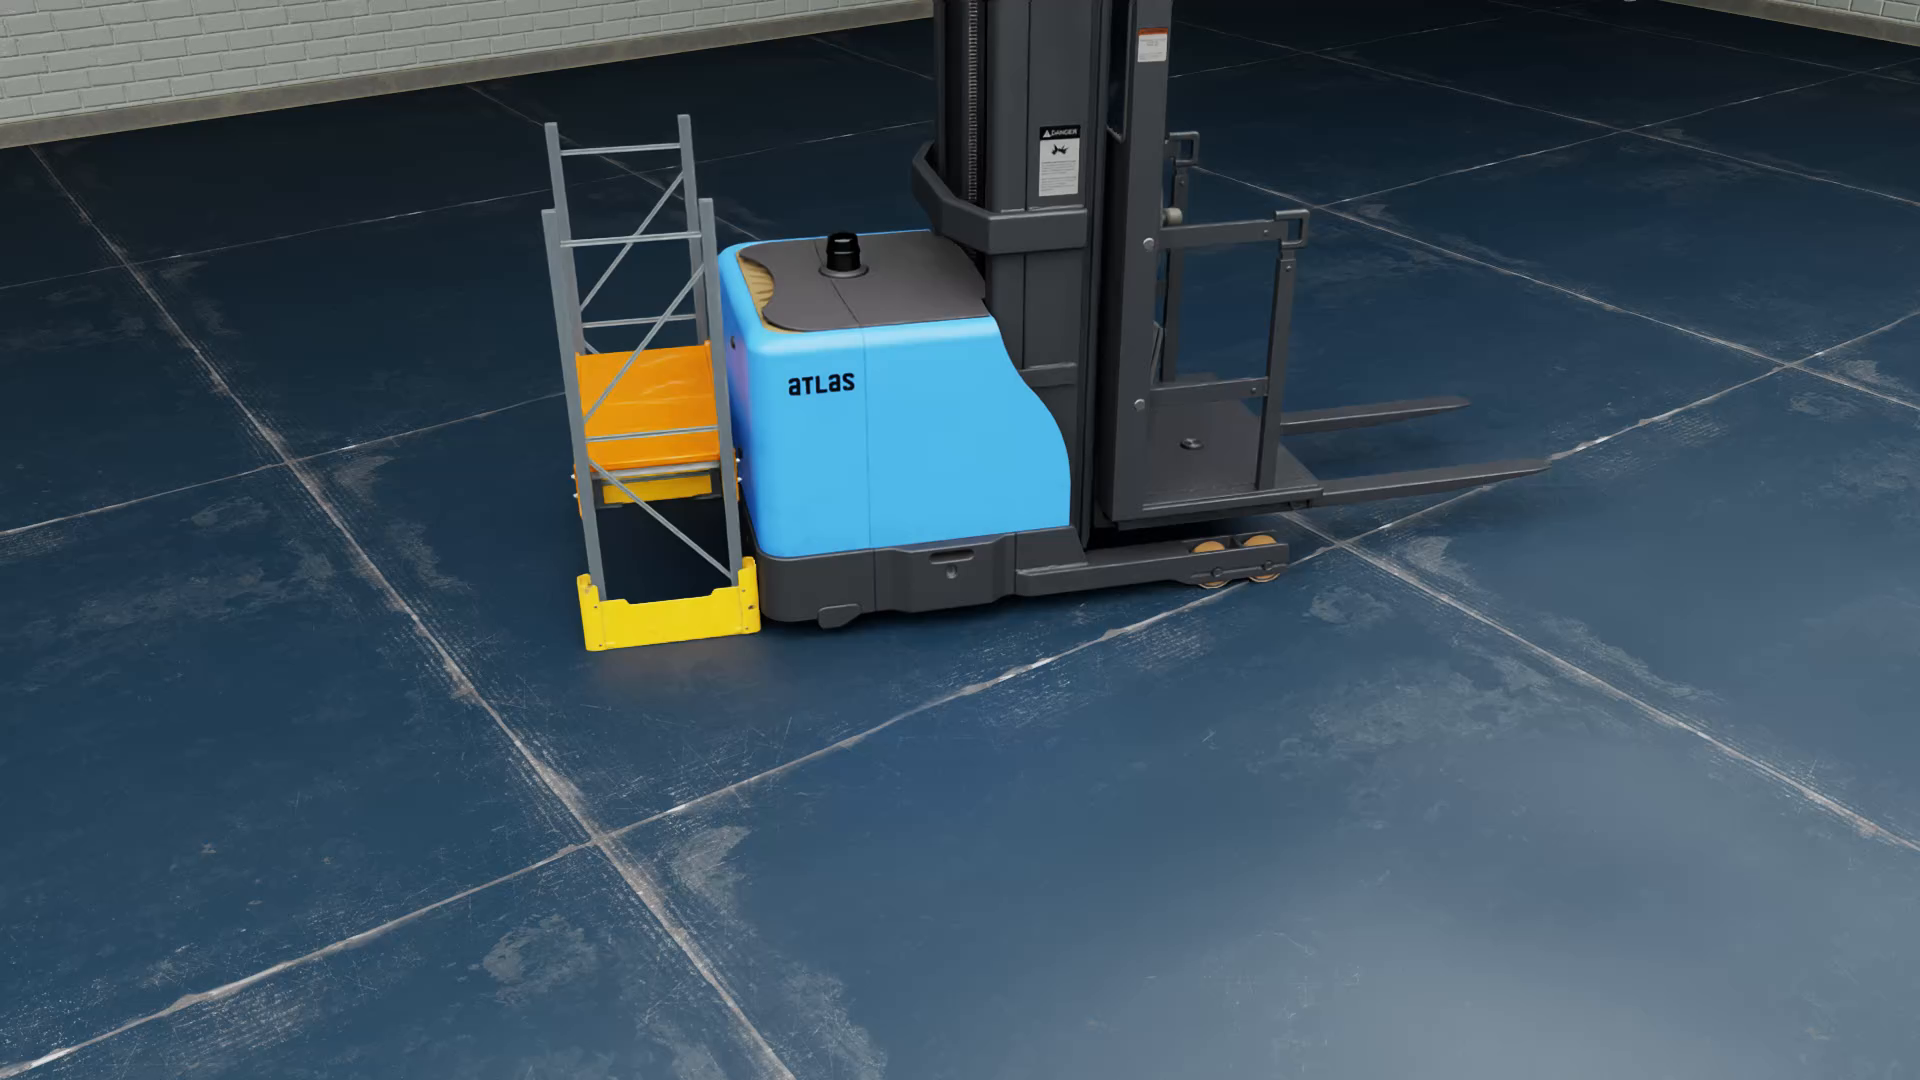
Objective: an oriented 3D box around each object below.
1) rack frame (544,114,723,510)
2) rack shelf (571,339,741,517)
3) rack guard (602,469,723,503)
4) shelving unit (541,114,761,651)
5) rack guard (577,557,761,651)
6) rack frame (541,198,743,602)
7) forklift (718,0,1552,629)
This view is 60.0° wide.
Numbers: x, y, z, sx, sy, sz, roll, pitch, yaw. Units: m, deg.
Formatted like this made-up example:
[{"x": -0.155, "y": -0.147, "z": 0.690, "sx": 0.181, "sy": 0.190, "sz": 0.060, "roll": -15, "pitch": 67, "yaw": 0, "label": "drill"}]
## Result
[{"x": -1.188, "y": -0.809, "z": 6.162, "sx": 0.500, "sy": 1.500, "sz": 0.032, "roll": -6, "pitch": 29, "yaw": -10, "label": "rack frame"}, {"x": -1.081, "y": -0.414, "z": 5.811, "sx": 0.538, "sy": 0.185, "sz": 1.000, "roll": -6, "pitch": 29, "yaw": -10, "label": "rack shelf"}, {"x": -1.178, "y": -0.251, "z": 6.445, "sx": 0.587, "sy": 0.250, "sz": 0.087, "roll": -6, "pitch": 29, "yaw": -10, "label": "rack guard"}, {"x": -1.081, "y": -0.567, "z": 5.717, "sx": 0.587, "sy": 1.500, "sz": 1.083, "roll": -6, "pitch": 29, "yaw": -10, "label": "shelving unit"}, {"x": -0.972, "y": 0.214, "z": 5.588, "sx": 0.587, "sy": 0.250, "sz": 0.087, "roll": -6, "pitch": 29, "yaw": -10, "label": "rack guard"}, {"x": -0.978, "y": -0.334, "z": 5.288, "sx": 0.500, "sy": 1.500, "sz": 0.032, "roll": -6, "pitch": 29, "yaw": -10, "label": "rack frame"}, {"x": 0.692, "y": -1.352, "z": 5.668, "sx": 3.031, "sy": 2.935, "sz": 1.130, "roll": -7, "pitch": 29, "yaw": -12, "label": "forklift"}]
